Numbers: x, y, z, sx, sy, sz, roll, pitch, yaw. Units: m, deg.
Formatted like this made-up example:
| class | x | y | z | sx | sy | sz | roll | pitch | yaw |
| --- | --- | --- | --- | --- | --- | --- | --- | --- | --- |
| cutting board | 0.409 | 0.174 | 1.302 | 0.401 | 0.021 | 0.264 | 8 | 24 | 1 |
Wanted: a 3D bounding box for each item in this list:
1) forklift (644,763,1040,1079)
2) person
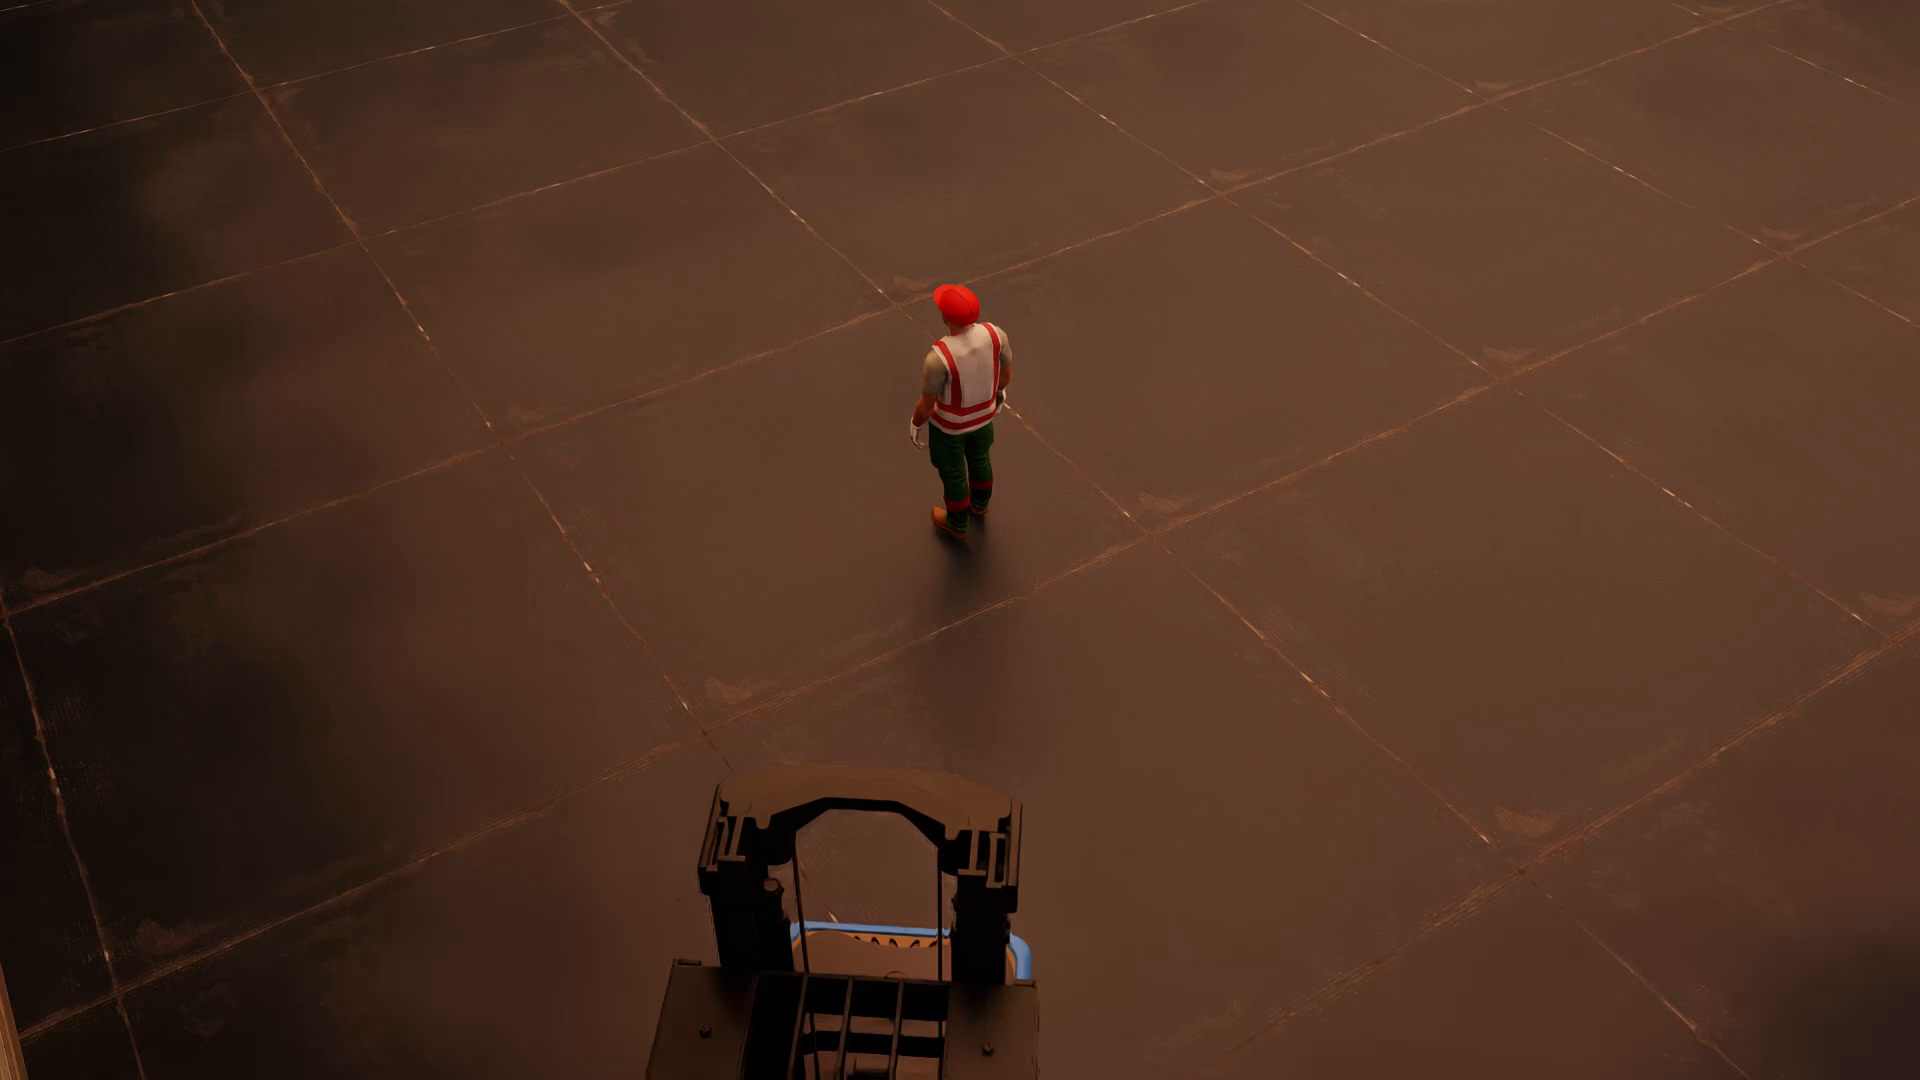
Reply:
| class | x | y | z | sx | sy | sz | roll | pitch | yaw |
| --- | --- | --- | --- | --- | --- | --- | --- | --- | --- |
| forklift | -0.327 | 2.231 | 5.318 | 1.130 | 2.935 | 3.031 | 3 | 41 | 3 |
| person | -0.033 | -0.759 | 9.534 | 0.637 | 1.789 | 0.561 | -23 | 46 | -24 |
